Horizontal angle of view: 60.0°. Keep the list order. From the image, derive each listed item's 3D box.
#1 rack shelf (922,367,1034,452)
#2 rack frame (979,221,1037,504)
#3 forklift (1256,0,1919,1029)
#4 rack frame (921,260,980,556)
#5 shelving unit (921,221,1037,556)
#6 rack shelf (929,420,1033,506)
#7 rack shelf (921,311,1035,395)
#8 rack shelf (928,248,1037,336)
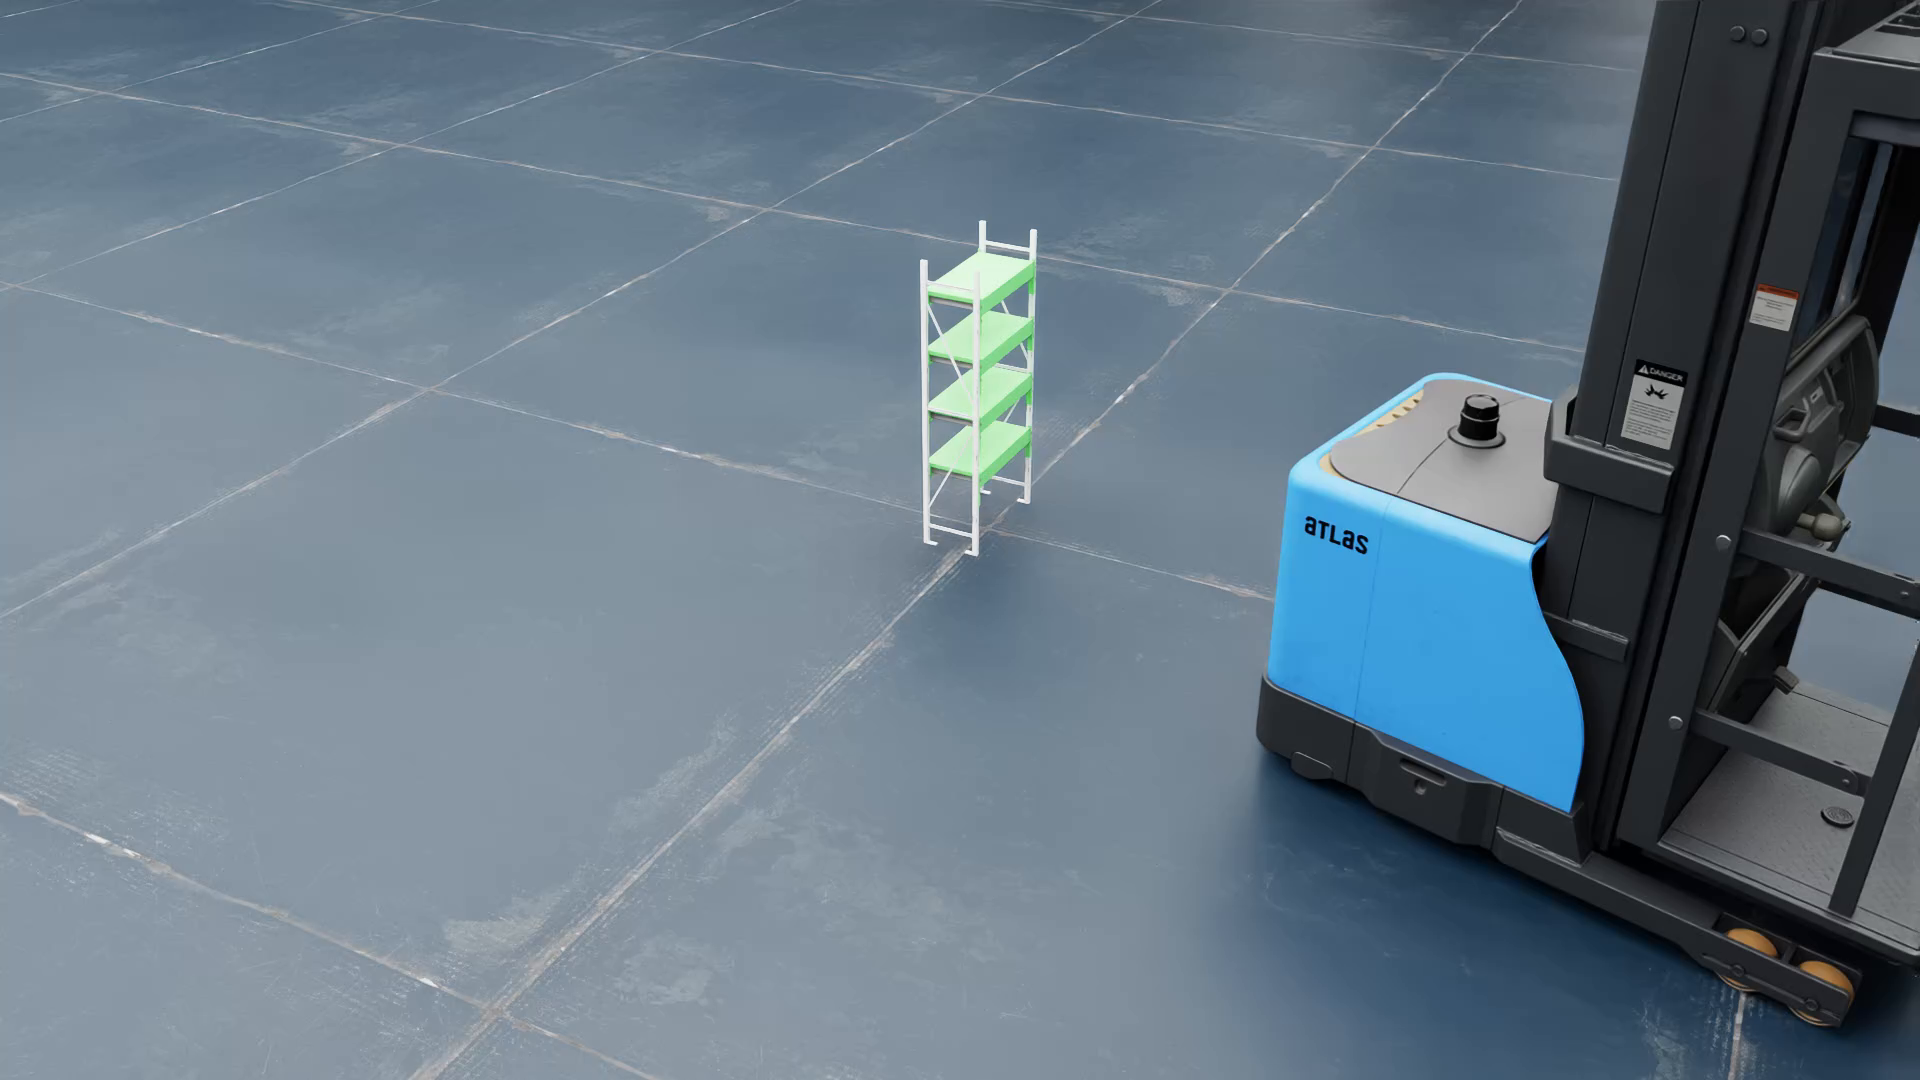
[{"bbox_3d":[0.075,-0.538,6.611,0.258,0.148,0.480,14,33,23],"label":"rack shelf"},{"bbox_3d":[0.187,-0.702,6.767,0.240,1.200,0.015,14,33,23],"label":"rack frame"},{"bbox_3d":[2.422,-0.264,4.266,3.031,2.935,1.130,23,37,34],"label":"forklift"},{"bbox_3d":[-0.036,-0.486,6.391,0.240,1.200,0.015,14,33,23],"label":"rack frame"},{"bbox_3d":[0.075,-0.594,6.579,0.258,1.200,0.503,14,33,23],"label":"shelving unit"},{"bbox_3d":[0.075,-0.330,6.730,0.258,0.148,0.480,14,33,23],"label":"rack shelf"},{"bbox_3d":[0.075,-0.746,6.491,0.258,0.148,0.480,14,33,23],"label":"rack shelf"},{"bbox_3d":[0.075,-0.955,6.372,0.258,0.148,0.480,14,33,23],"label":"rack shelf"}]
